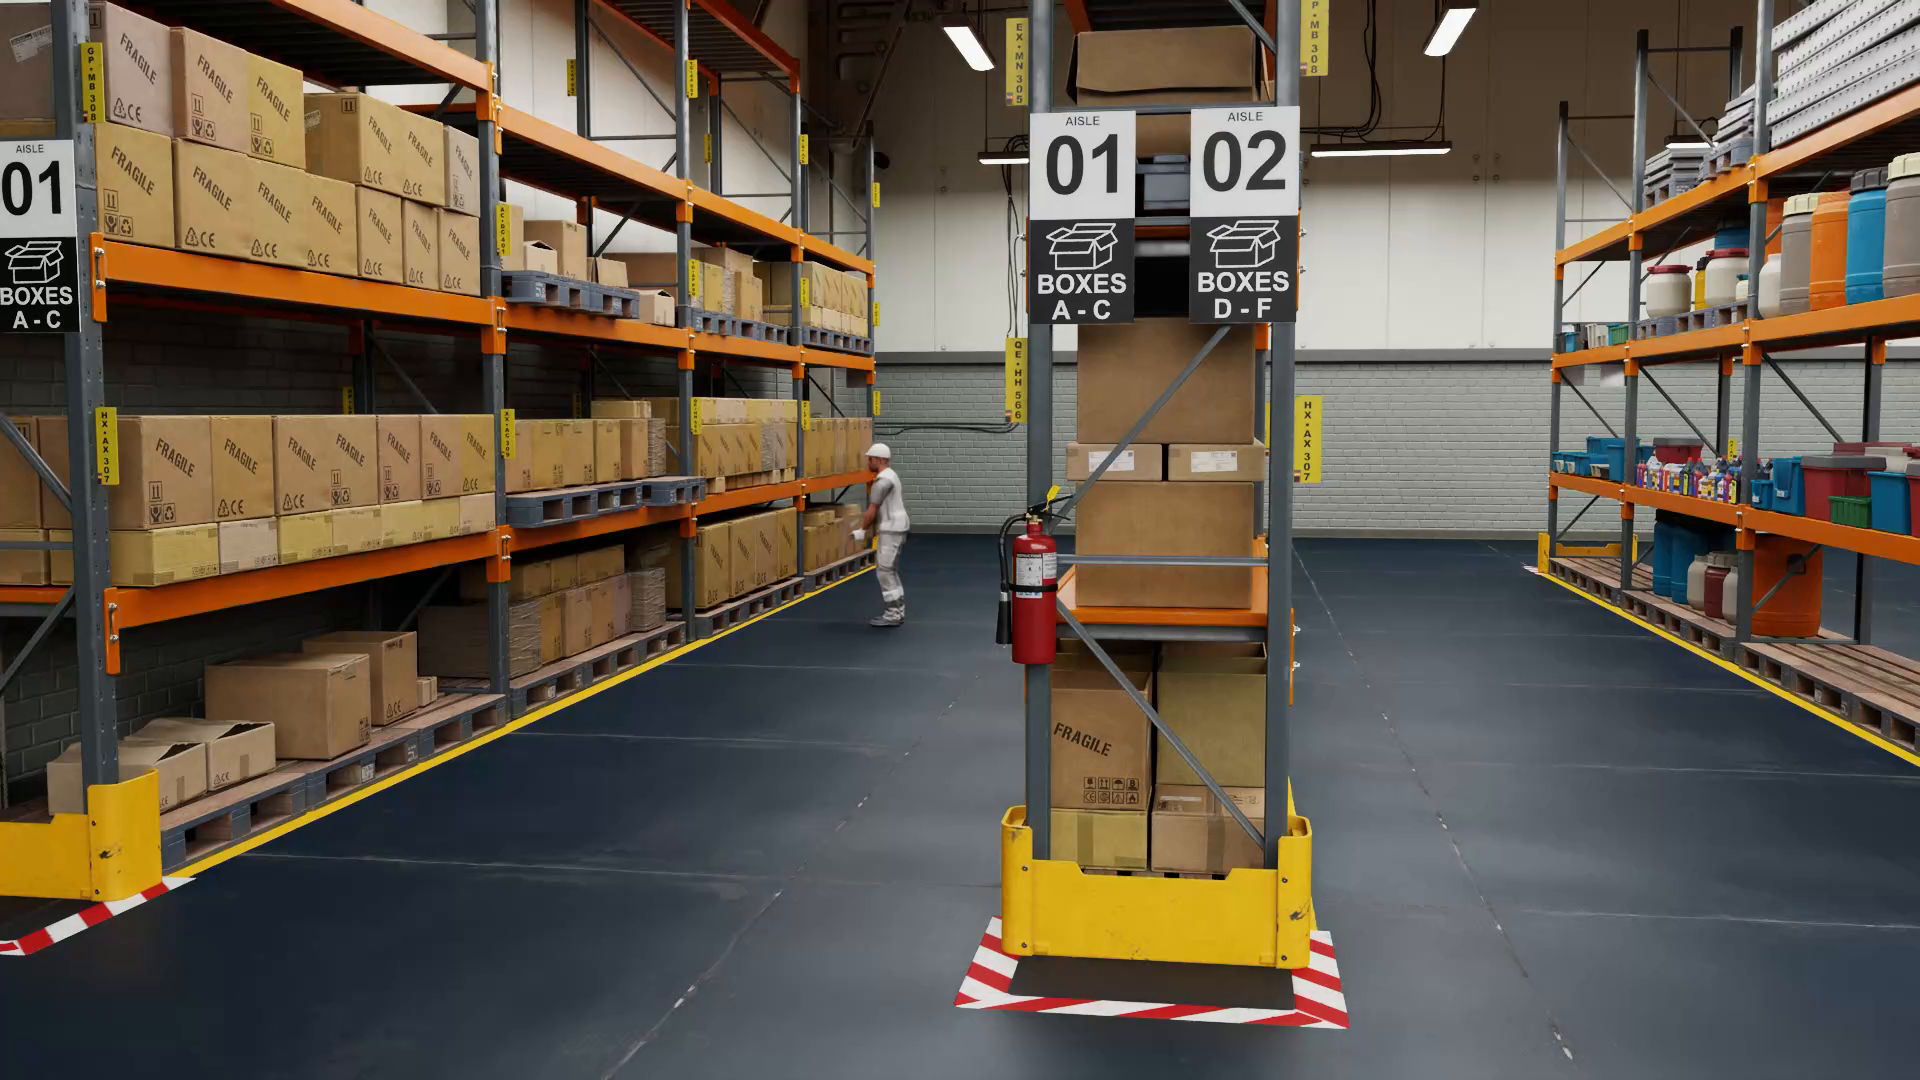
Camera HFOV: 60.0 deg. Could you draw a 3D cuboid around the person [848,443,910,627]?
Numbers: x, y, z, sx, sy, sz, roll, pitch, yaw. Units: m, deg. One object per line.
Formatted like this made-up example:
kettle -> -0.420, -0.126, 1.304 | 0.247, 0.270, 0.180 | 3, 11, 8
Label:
person -> -0.785, -0.054, 16.214 | 0.580, 1.772, 0.491 | 1, 4, 8
